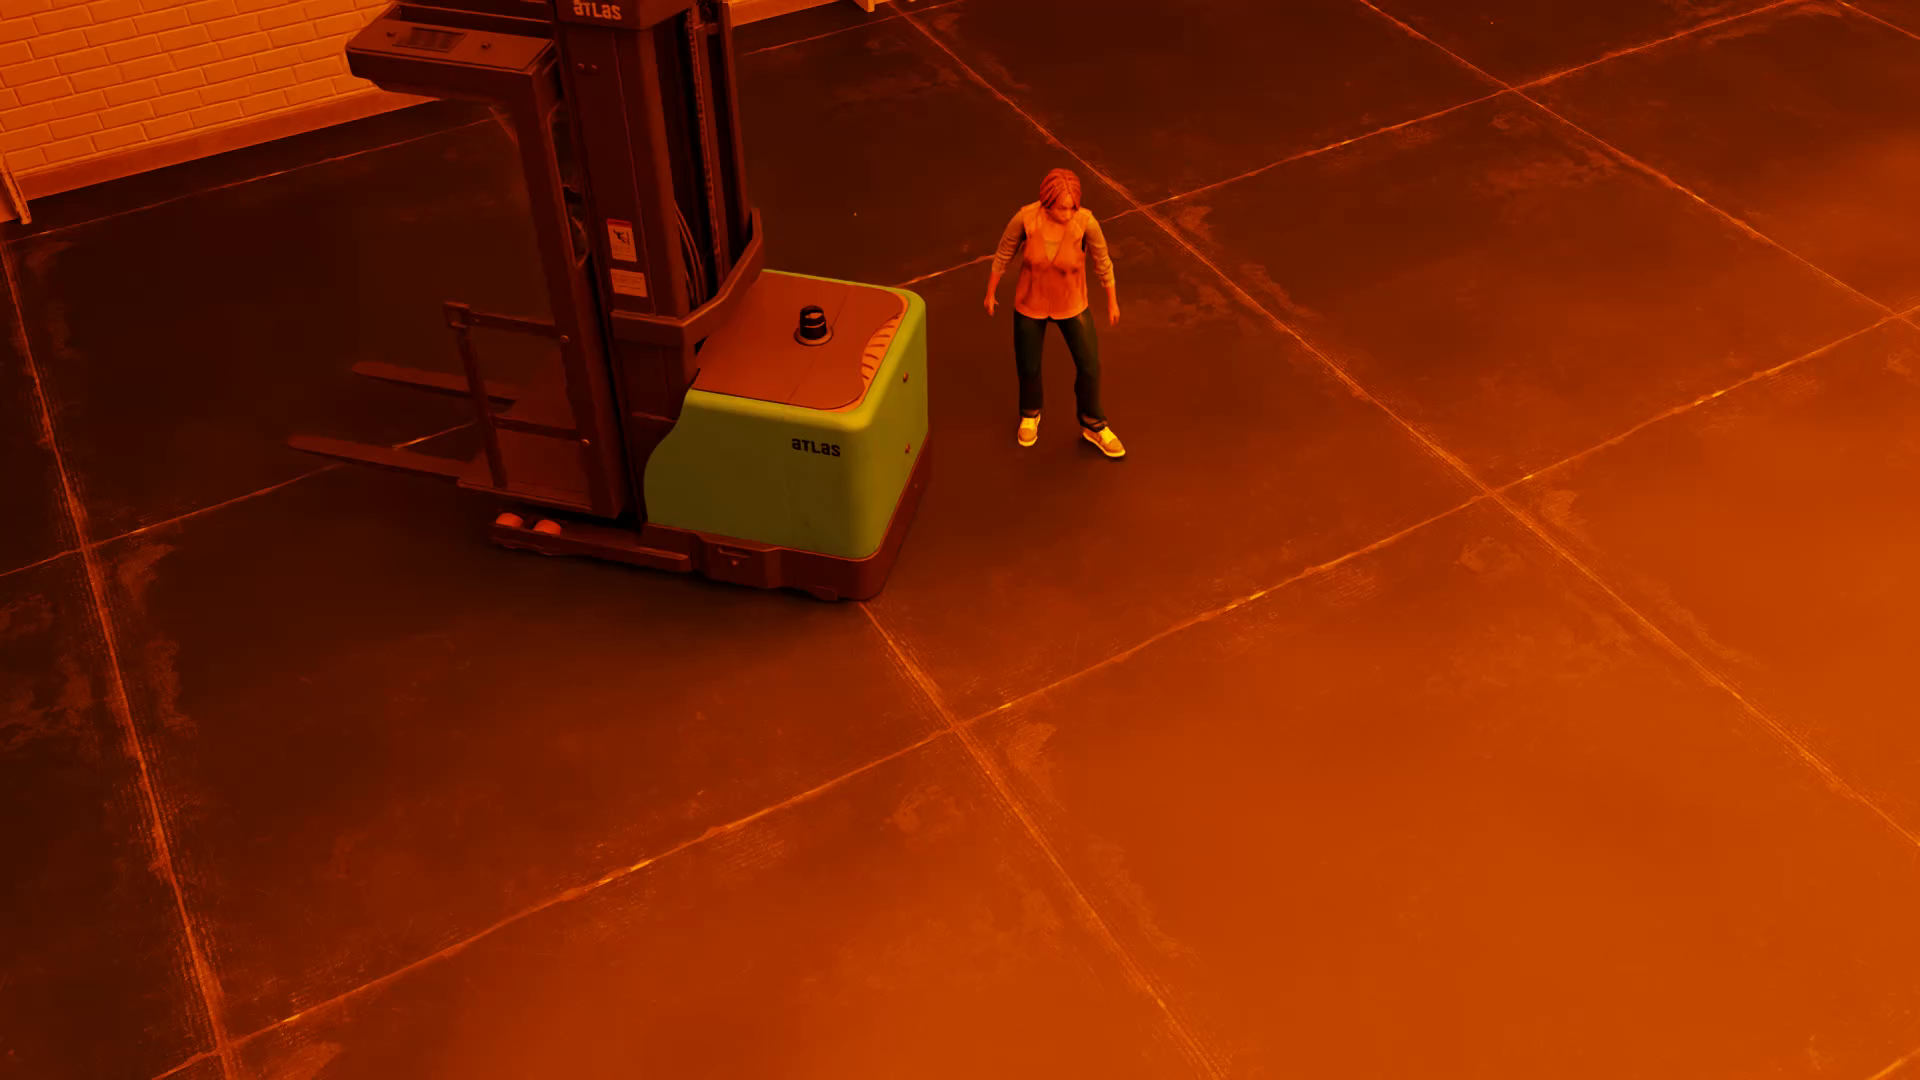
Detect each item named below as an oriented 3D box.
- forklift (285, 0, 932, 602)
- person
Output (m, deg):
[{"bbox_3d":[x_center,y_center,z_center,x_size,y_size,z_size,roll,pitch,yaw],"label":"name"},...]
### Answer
[{"bbox_3d":[-1.714,-1.340,7.143,3.031,2.935,1.130,10,44,11],"label":"forklift"},{"bbox_3d":[0.470,-1.091,7.889,0.723,1.566,0.374,2,43,3],"label":"person"}]
